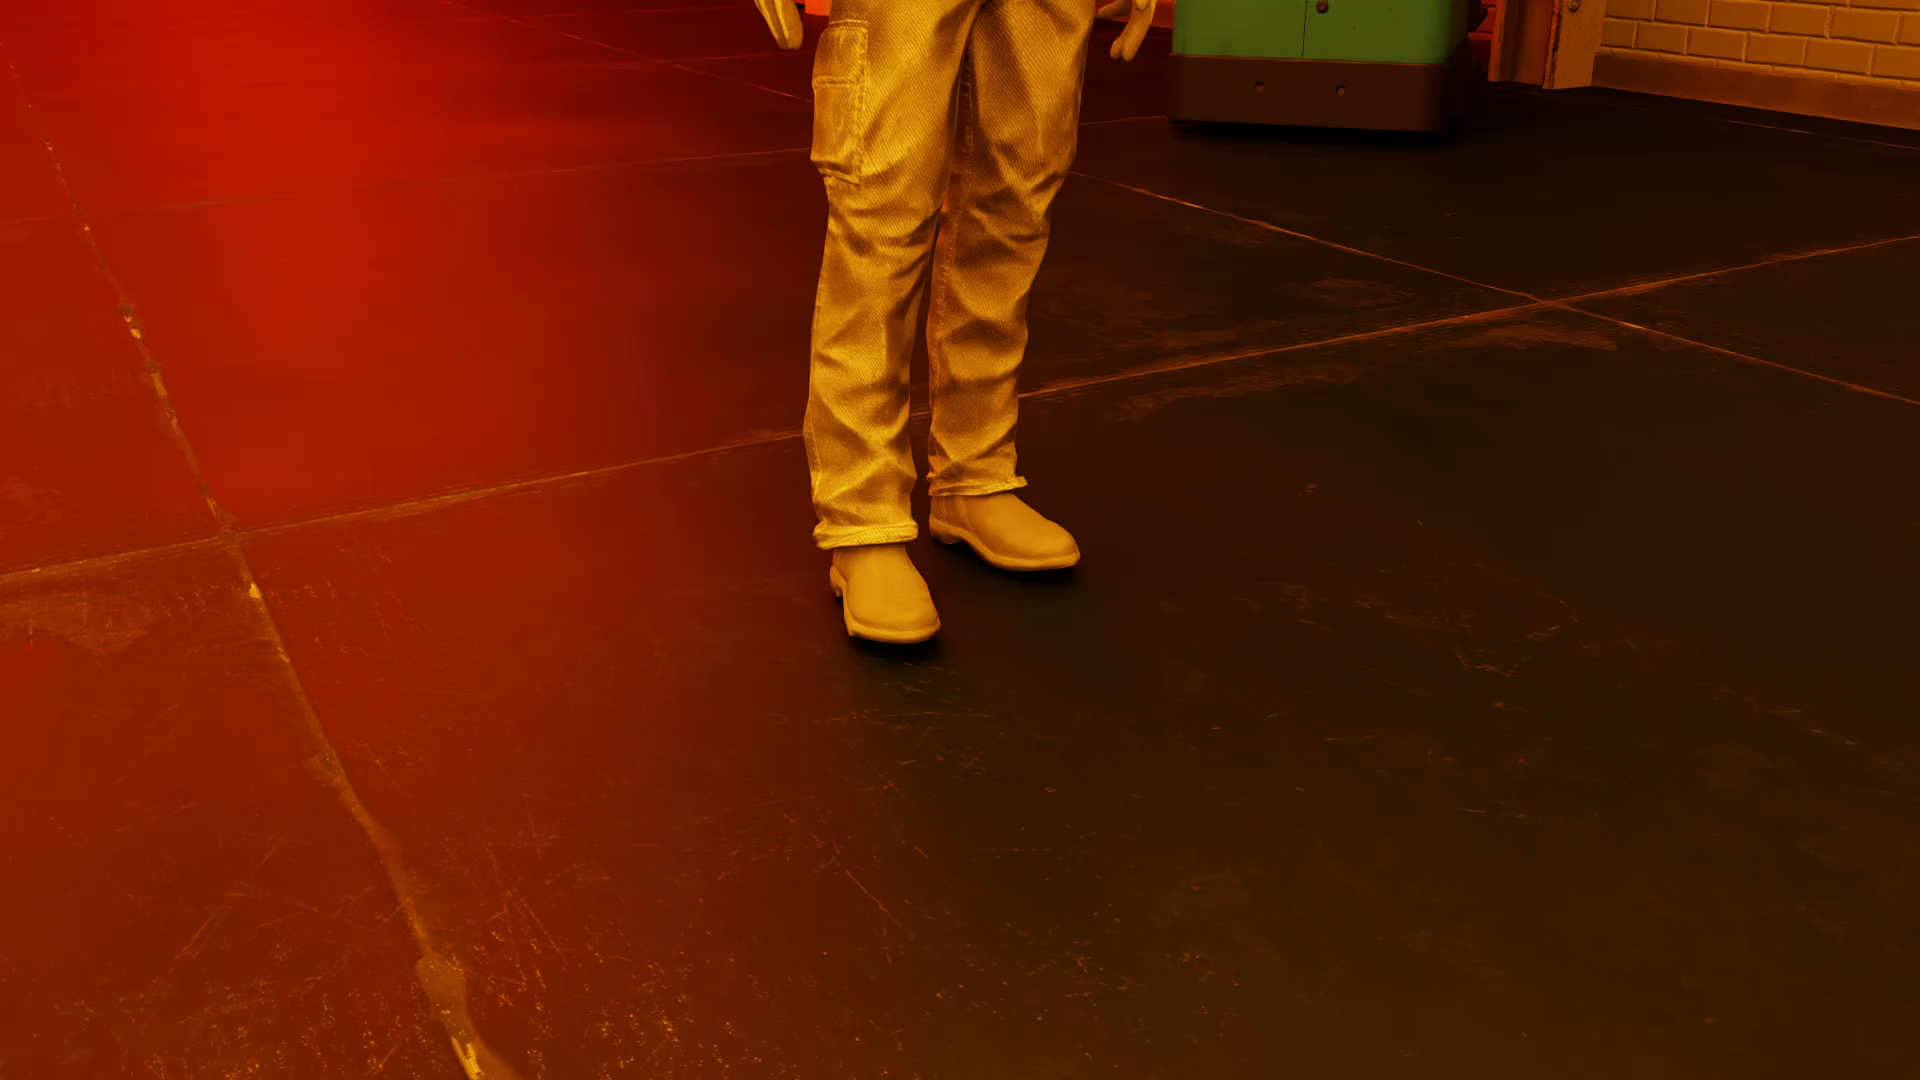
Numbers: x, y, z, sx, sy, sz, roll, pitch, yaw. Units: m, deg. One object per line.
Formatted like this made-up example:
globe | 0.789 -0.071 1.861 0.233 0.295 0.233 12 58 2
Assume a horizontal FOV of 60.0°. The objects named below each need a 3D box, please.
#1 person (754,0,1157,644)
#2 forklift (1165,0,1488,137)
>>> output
person | 0.029 -0.806 2.231 0.657 1.785 0.575 -12 25 -28
forklift | 1.765 -3.378 7.007 1.130 2.935 3.031 8 24 18
